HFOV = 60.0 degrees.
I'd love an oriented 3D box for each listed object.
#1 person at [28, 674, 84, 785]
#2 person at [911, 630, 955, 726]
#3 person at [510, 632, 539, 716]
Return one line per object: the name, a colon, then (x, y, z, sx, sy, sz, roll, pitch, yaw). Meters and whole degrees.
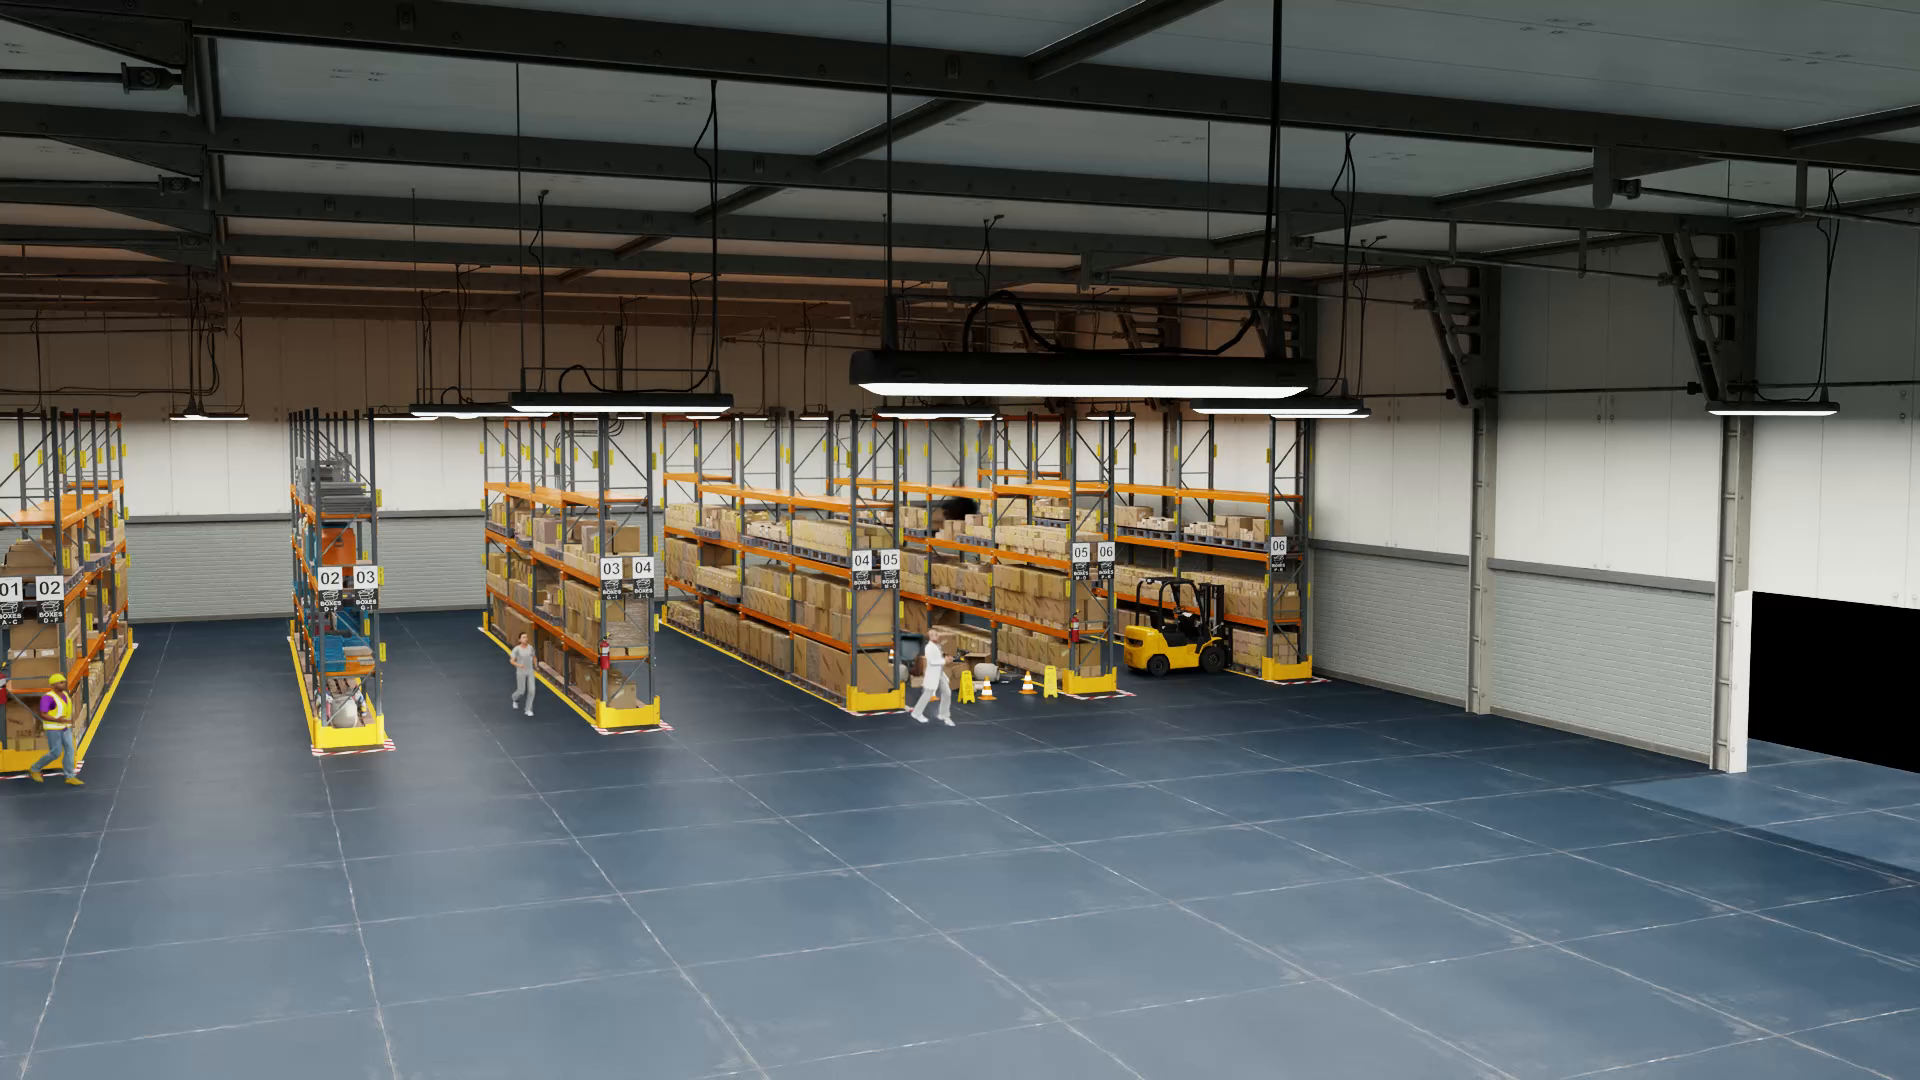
person: (-14.300, 3.001, 26.314, 0.845, 1.776, 0.726, 0, 4, 6)
person: (-0.516, 2.616, 31.579, 0.863, 1.842, 0.670, 2, 4, 23)
person: (-8.566, 2.618, 32.711, 0.570, 1.628, 0.736, -3, 5, -37)
